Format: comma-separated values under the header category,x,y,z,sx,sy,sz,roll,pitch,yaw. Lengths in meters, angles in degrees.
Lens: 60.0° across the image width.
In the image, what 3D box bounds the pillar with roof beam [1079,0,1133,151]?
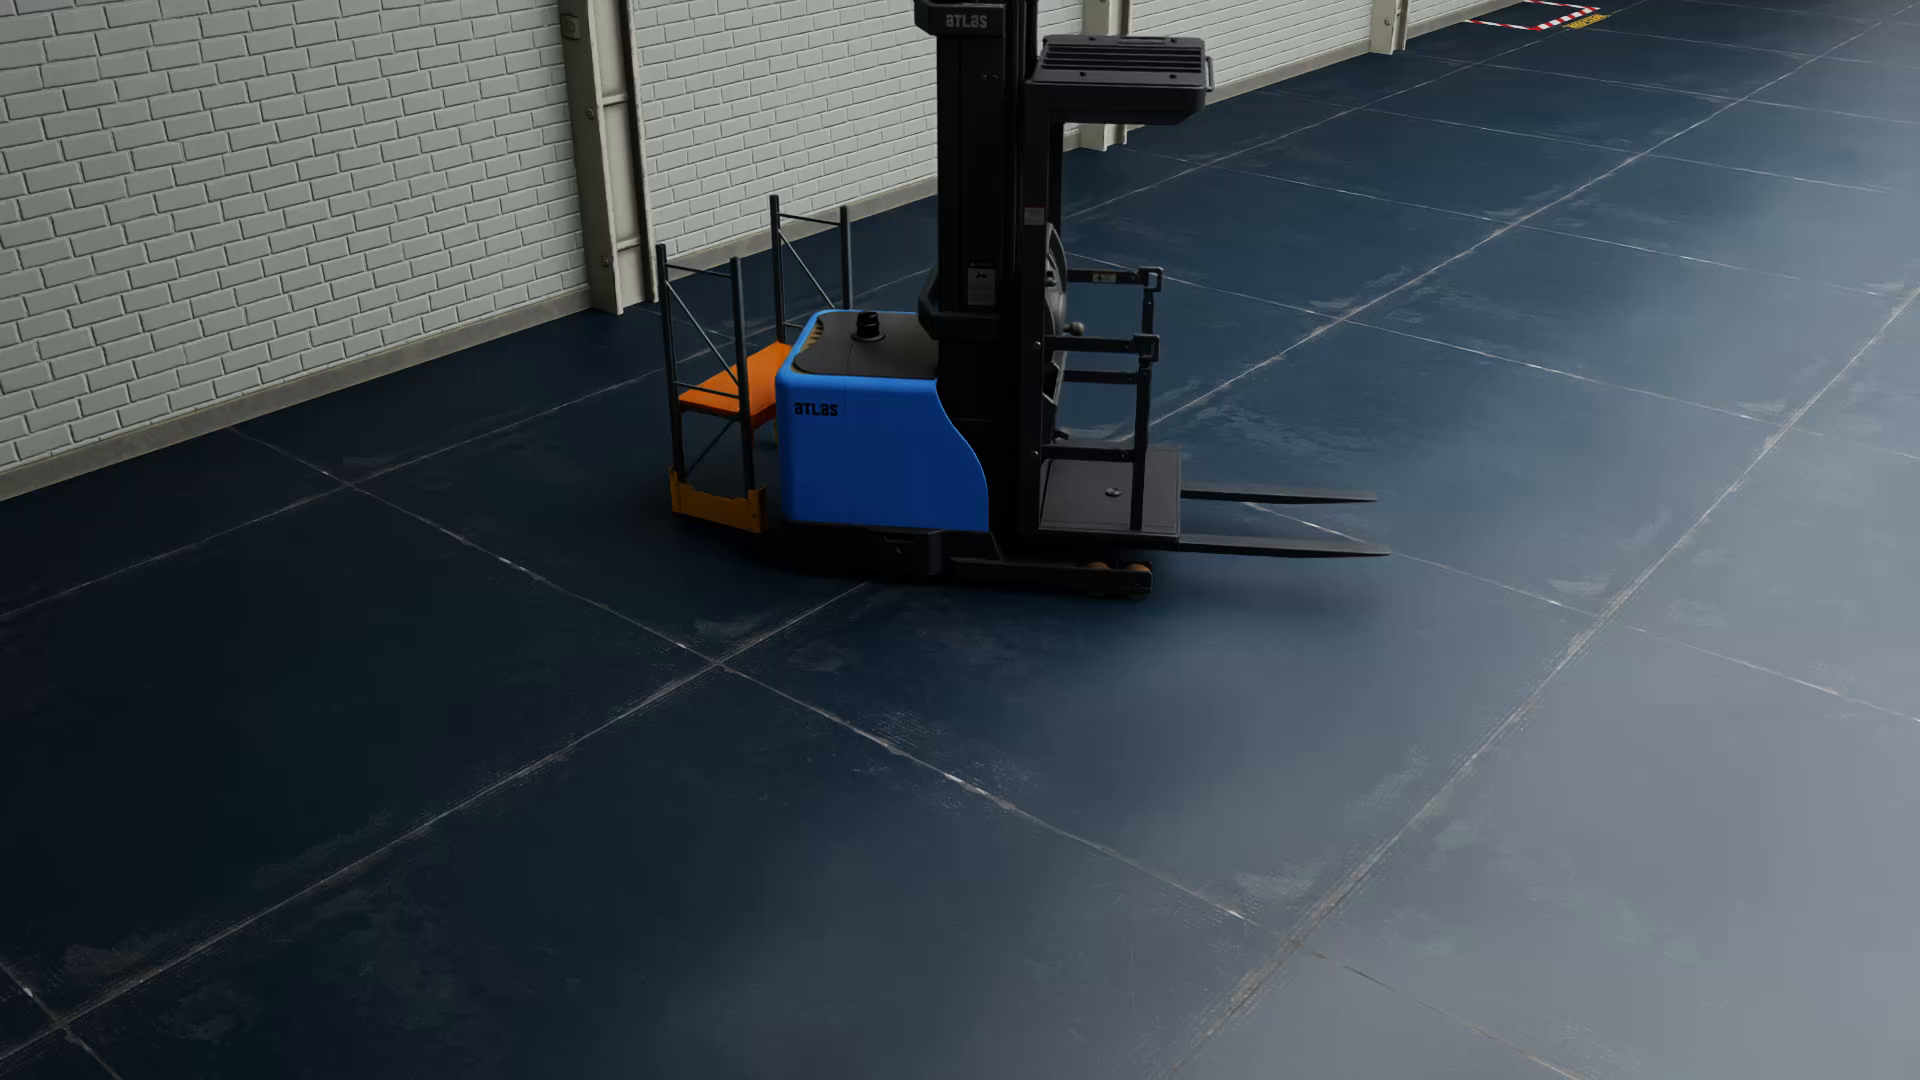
category,x,y,z,sx,sy,sz,roll,pitch,yaw
pillar with roof beam,4.706,-6.585,11.684,9.100,9.000,0.400,21,34,34

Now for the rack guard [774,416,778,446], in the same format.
category,x,y,z,sx,sy,sz,roll,pitch,yaw
rack guard,-0.823,-0.626,9.688,0.587,0.250,0.087,14,30,25

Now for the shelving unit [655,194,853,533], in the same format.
category,x,y,z,sx,sy,sz,roll,pitch,yaw
shelving unit,-1.060,-0.980,9.011,0.587,1.500,1.083,14,30,25

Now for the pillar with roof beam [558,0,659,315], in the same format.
category,x,y,z,sx,sy,sz,roll,pitch,yaw
pillar with roof beam,0.890,-4.457,7.572,9.100,9.000,0.400,21,34,34

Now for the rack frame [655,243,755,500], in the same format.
category,x,y,z,sx,sy,sz,roll,pitch,yaw
rack frame,-1.305,-0.770,8.607,0.500,1.500,0.032,14,30,25

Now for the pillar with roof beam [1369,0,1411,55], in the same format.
category,x,y,z,sx,sy,sz,roll,pitch,yaw
pillar with roof beam,8.523,-8.712,15.797,9.100,9.000,0.400,21,34,34

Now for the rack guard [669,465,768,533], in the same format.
category,x,y,z,sx,sy,sz,roll,pitch,yaw
rack guard,-1.296,-0.223,8.909,0.587,0.250,0.087,14,30,25

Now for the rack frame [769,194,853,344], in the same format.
category,x,y,z,sx,sy,sz,roll,pitch,yaw
rack frame,-0.823,-1.181,9.401,0.500,1.500,0.032,14,30,25

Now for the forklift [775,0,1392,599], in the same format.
category,x,y,z,sx,sy,sz,roll,pitch,yaw
forklift,0.649,-1.273,8.020,3.031,2.935,1.130,3,28,6

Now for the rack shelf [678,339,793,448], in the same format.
category,x,y,z,sx,sy,sz,roll,pitch,yaw
rack shelf,-1.064,-0.816,9.087,0.538,0.185,1.000,14,30,25
